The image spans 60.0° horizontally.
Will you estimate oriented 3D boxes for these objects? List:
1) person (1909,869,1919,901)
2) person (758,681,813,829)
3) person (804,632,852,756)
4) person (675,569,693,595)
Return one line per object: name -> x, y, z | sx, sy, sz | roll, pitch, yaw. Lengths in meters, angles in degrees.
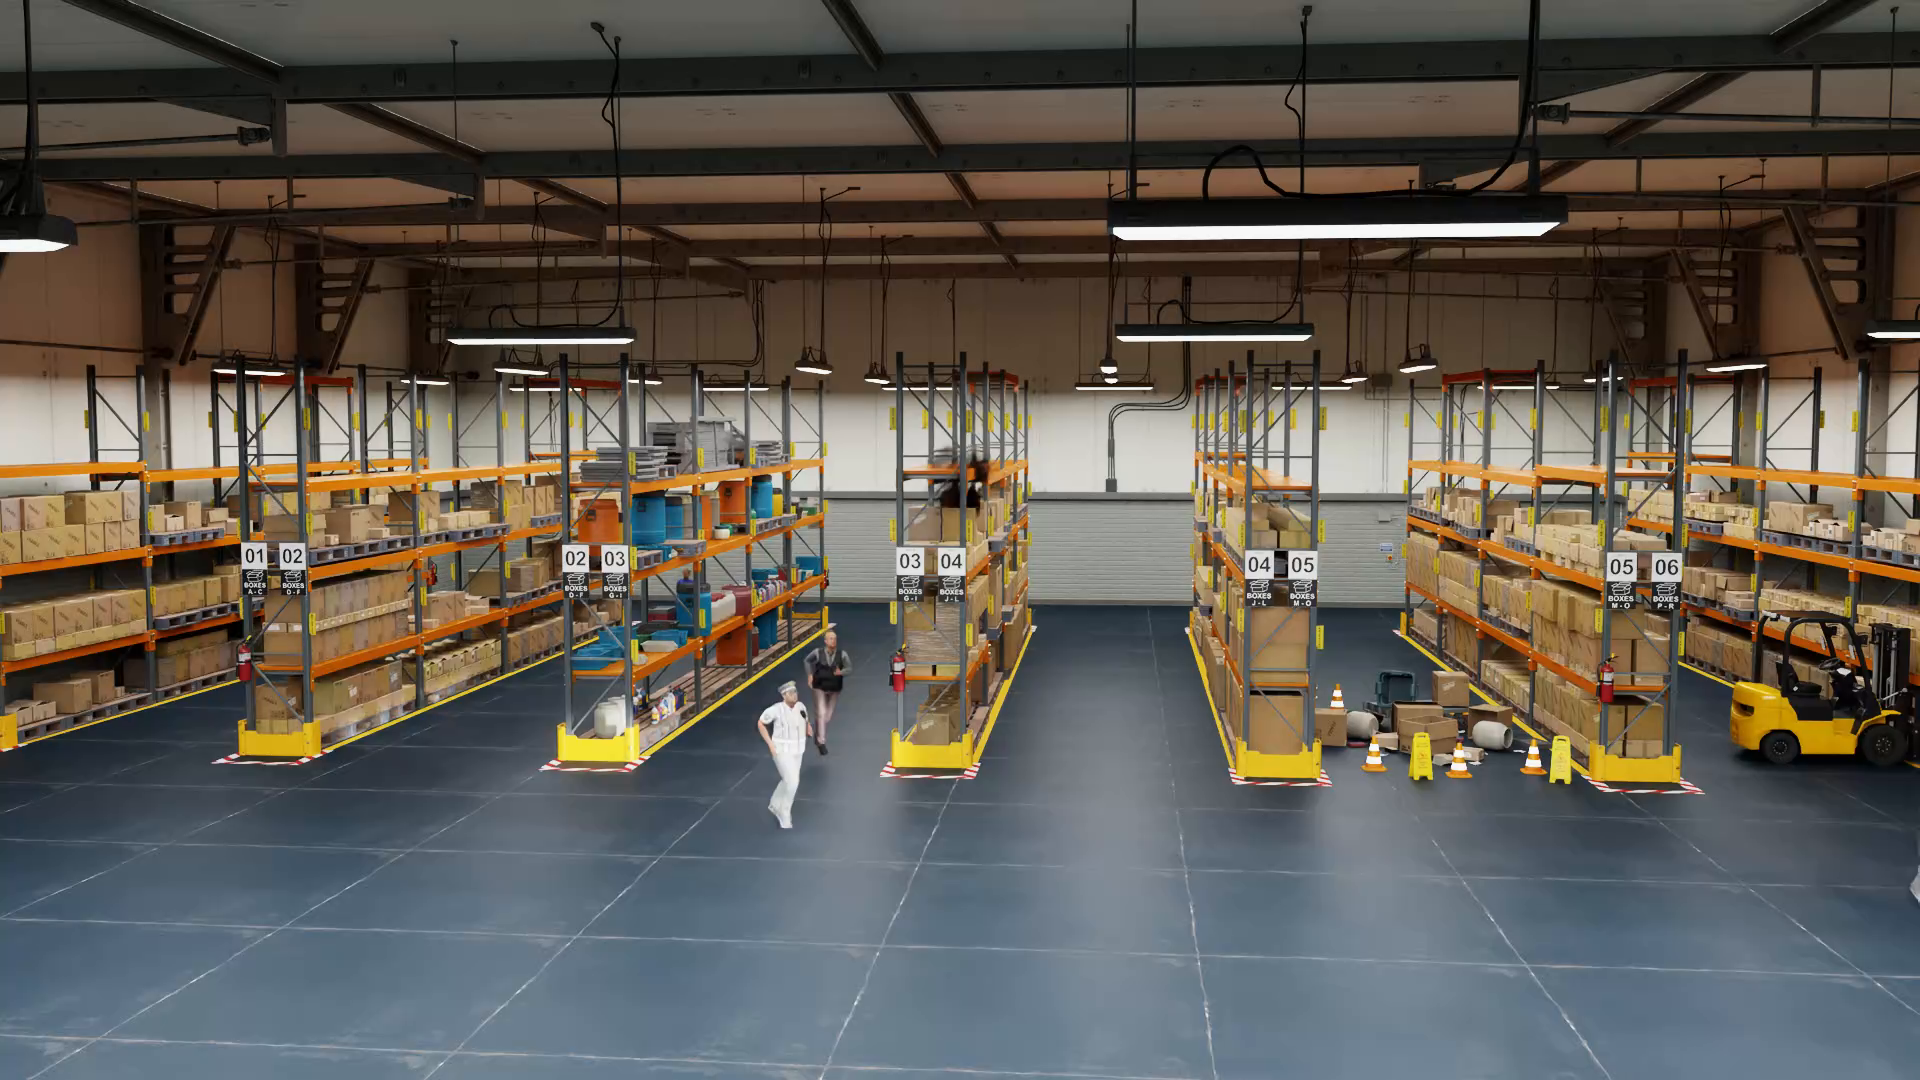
person -> 10.075, 2.969, 16.914 | 0.599, 1.719, 0.833 | -2, 4, -22
person -> -2.137, 2.670, 20.697 | 0.724, 1.875, 0.671 | 4, 5, 41
person -> -1.870, 2.158, 23.857 | 0.663, 1.691, 1.036 | -1, 4, -18
person -> -6.207, 1.500, 37.728 | 0.563, 1.717, 0.794 | 0, 4, -2
